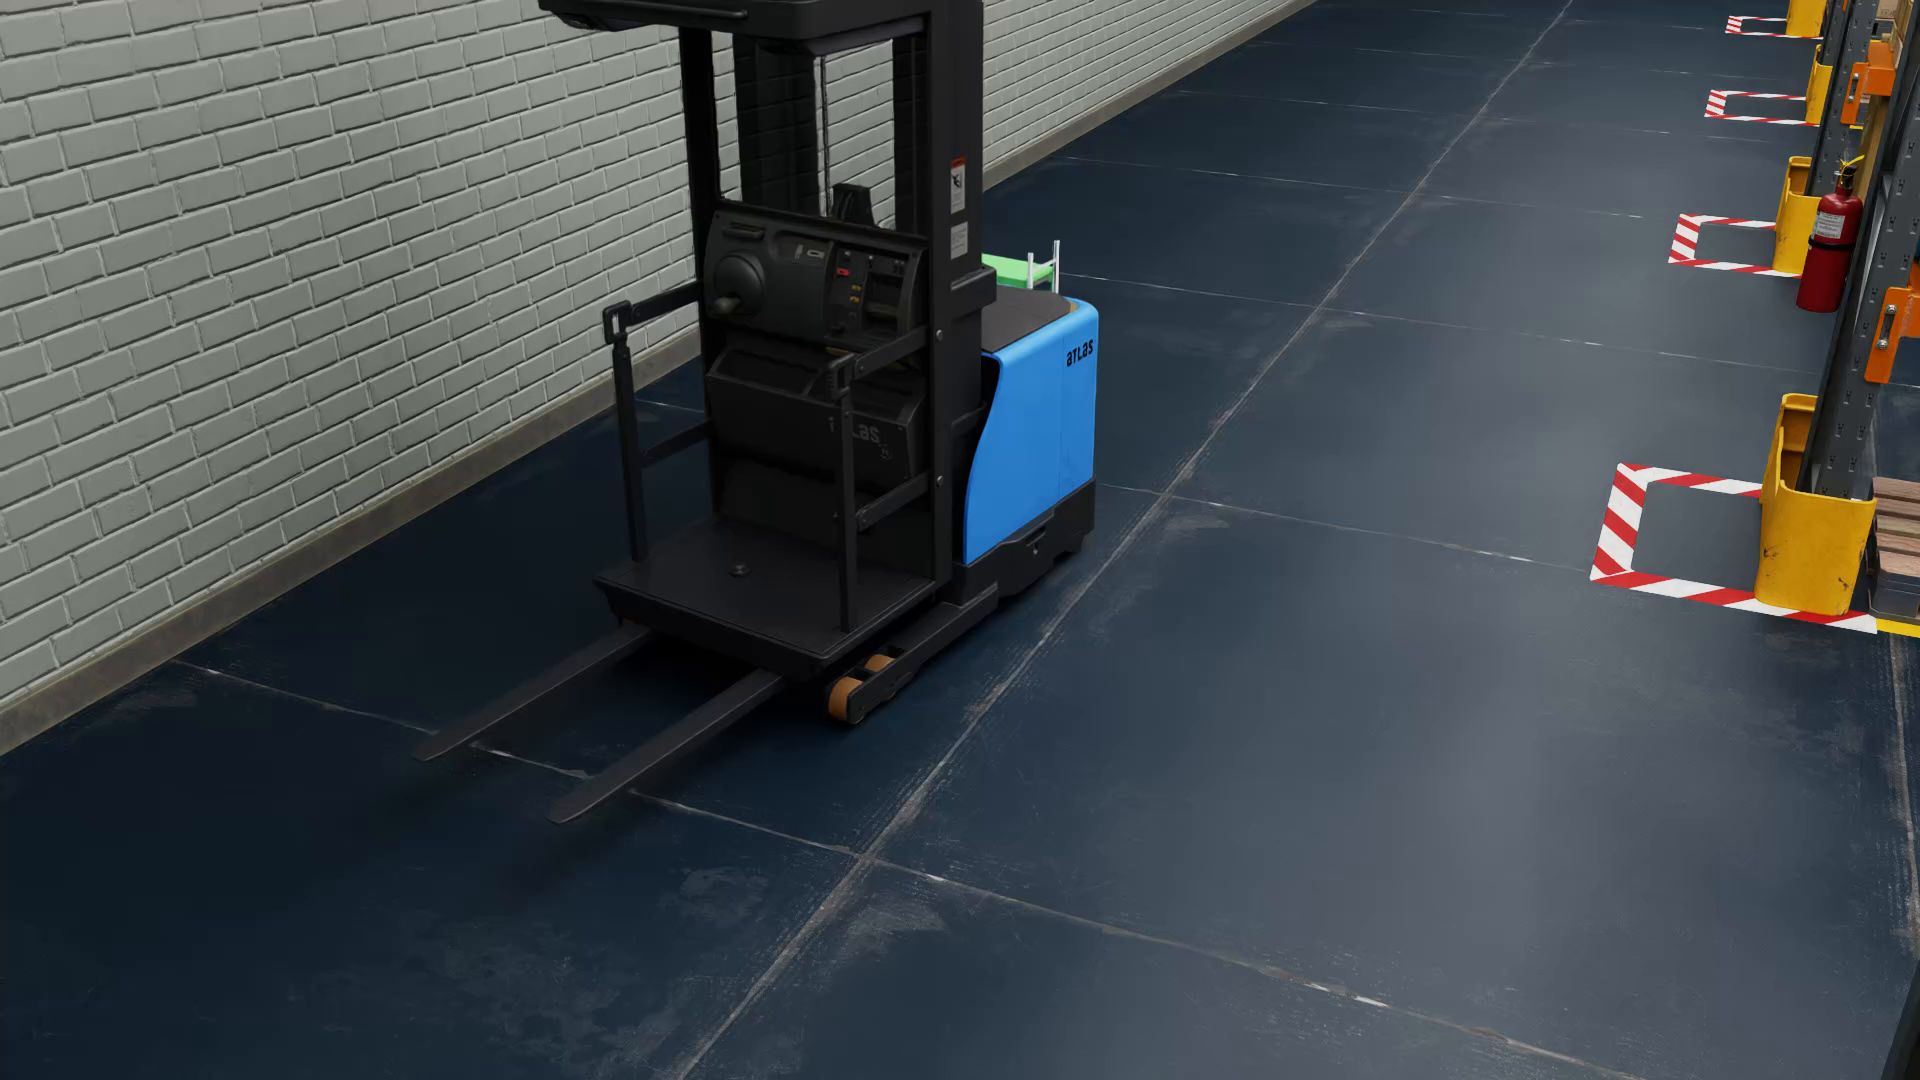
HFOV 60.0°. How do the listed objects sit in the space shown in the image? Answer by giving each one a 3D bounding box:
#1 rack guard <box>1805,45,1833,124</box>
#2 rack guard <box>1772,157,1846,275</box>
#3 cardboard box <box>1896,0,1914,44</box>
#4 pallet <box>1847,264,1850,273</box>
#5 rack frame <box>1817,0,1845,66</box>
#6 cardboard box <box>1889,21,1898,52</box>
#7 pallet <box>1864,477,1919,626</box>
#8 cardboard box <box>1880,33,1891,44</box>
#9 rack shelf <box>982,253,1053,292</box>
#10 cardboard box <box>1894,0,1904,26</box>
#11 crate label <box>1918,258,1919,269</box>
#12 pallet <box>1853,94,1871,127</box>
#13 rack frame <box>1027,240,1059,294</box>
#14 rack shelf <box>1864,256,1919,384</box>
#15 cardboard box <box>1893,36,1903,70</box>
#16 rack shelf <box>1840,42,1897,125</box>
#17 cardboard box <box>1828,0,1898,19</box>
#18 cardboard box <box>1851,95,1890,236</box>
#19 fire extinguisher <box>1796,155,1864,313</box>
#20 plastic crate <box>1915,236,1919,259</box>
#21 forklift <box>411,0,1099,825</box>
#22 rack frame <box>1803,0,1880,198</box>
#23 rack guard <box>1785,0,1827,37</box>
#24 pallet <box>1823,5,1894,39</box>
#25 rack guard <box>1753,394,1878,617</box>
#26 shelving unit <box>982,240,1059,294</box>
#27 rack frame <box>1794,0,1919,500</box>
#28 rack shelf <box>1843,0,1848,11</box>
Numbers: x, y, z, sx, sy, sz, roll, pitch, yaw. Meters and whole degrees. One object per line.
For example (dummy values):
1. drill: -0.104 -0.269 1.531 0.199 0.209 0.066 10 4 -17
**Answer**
1. rack guard: 7.905 -4.129 15.071 0.348 0.500 1.175 11 28 22
2. rack guard: 5.669 -2.172 11.095 0.348 0.500 1.175 11 28 22
3. cardboard box: 6.016 -3.159 10.102 0.500 0.250 0.500 11 28 20
4. pallet: 6.451 -1.923 10.917 1.213 0.211 1.003 11 28 22
5. rack frame: 7.836 -5.265 14.547 0.127 3.000 1.000 11 28 22
6. cardboard box: 6.151 -3.243 10.726 0.250 0.149 0.380 12 29 23
7. pallet: 4.375 0.120 6.767 1.213 0.211 1.003 11 28 22
8. cardboard box: 8.423 -4.446 14.963 0.250 0.149 0.380 12 29 22
9. rack shelf: 0.151 -1.139 7.262 0.480 0.148 0.258 16 30 29
10. cardboard box: 6.242 -3.373 10.538 0.500 0.250 0.500 11 28 21
11. crate label: 3.729 -1.071 6.152 0.303 0.233 0.416 11 28 22
12. pallet: 8.630 -3.837 14.804 1.213 0.211 1.003 11 28 22
13. rack frame: 0.356 -0.707 7.327 0.015 1.200 0.240 16 30 29
14. rack shelf: 5.461 -0.609 5.905 4.000 0.370 1.077 11 28 22
15. cardboard box: 5.877 -2.978 10.188 0.250 0.149 0.380 12 29 22
16. rack shelf: 7.511 -2.600 9.950 4.000 0.370 1.077 11 28 22
17. cardboard box: 10.435 -6.232 18.937 0.875 0.438 0.875 10 28 20
18. cardboard box: 6.306 -2.439 10.738 0.875 0.875 0.875 11 28 22
19. fire extinguisher: 3.691 -1.305 7.015 0.183 0.674 0.296 11 28 22
20. plastic crate: 4.023 -1.354 6.496 0.499 0.435 0.616 11 28 22
21. forklift: -0.651 -0.898 5.755 1.130 2.935 3.031 16 31 30
22. rack frame: 5.691 -3.289 10.534 0.127 3.000 1.000 11 28 22
23. rack guard: 9.771 -6.156 19.188 0.348 0.500 1.175 11 28 22
24. pallet: 10.553 -5.908 19.010 1.213 0.211 1.003 11 28 22
25. rack guard: 3.613 -0.175 7.039 0.348 0.500 1.175 11 28 22
26. shelving unit: 0.151 -0.765 7.446 0.503 1.200 0.258 16 30 29
27. rack frame: 3.640 -1.297 6.489 0.127 3.000 1.000 11 28 22
28. rack shelf: 9.656 -4.576 13.963 4.000 0.370 1.077 11 28 22
